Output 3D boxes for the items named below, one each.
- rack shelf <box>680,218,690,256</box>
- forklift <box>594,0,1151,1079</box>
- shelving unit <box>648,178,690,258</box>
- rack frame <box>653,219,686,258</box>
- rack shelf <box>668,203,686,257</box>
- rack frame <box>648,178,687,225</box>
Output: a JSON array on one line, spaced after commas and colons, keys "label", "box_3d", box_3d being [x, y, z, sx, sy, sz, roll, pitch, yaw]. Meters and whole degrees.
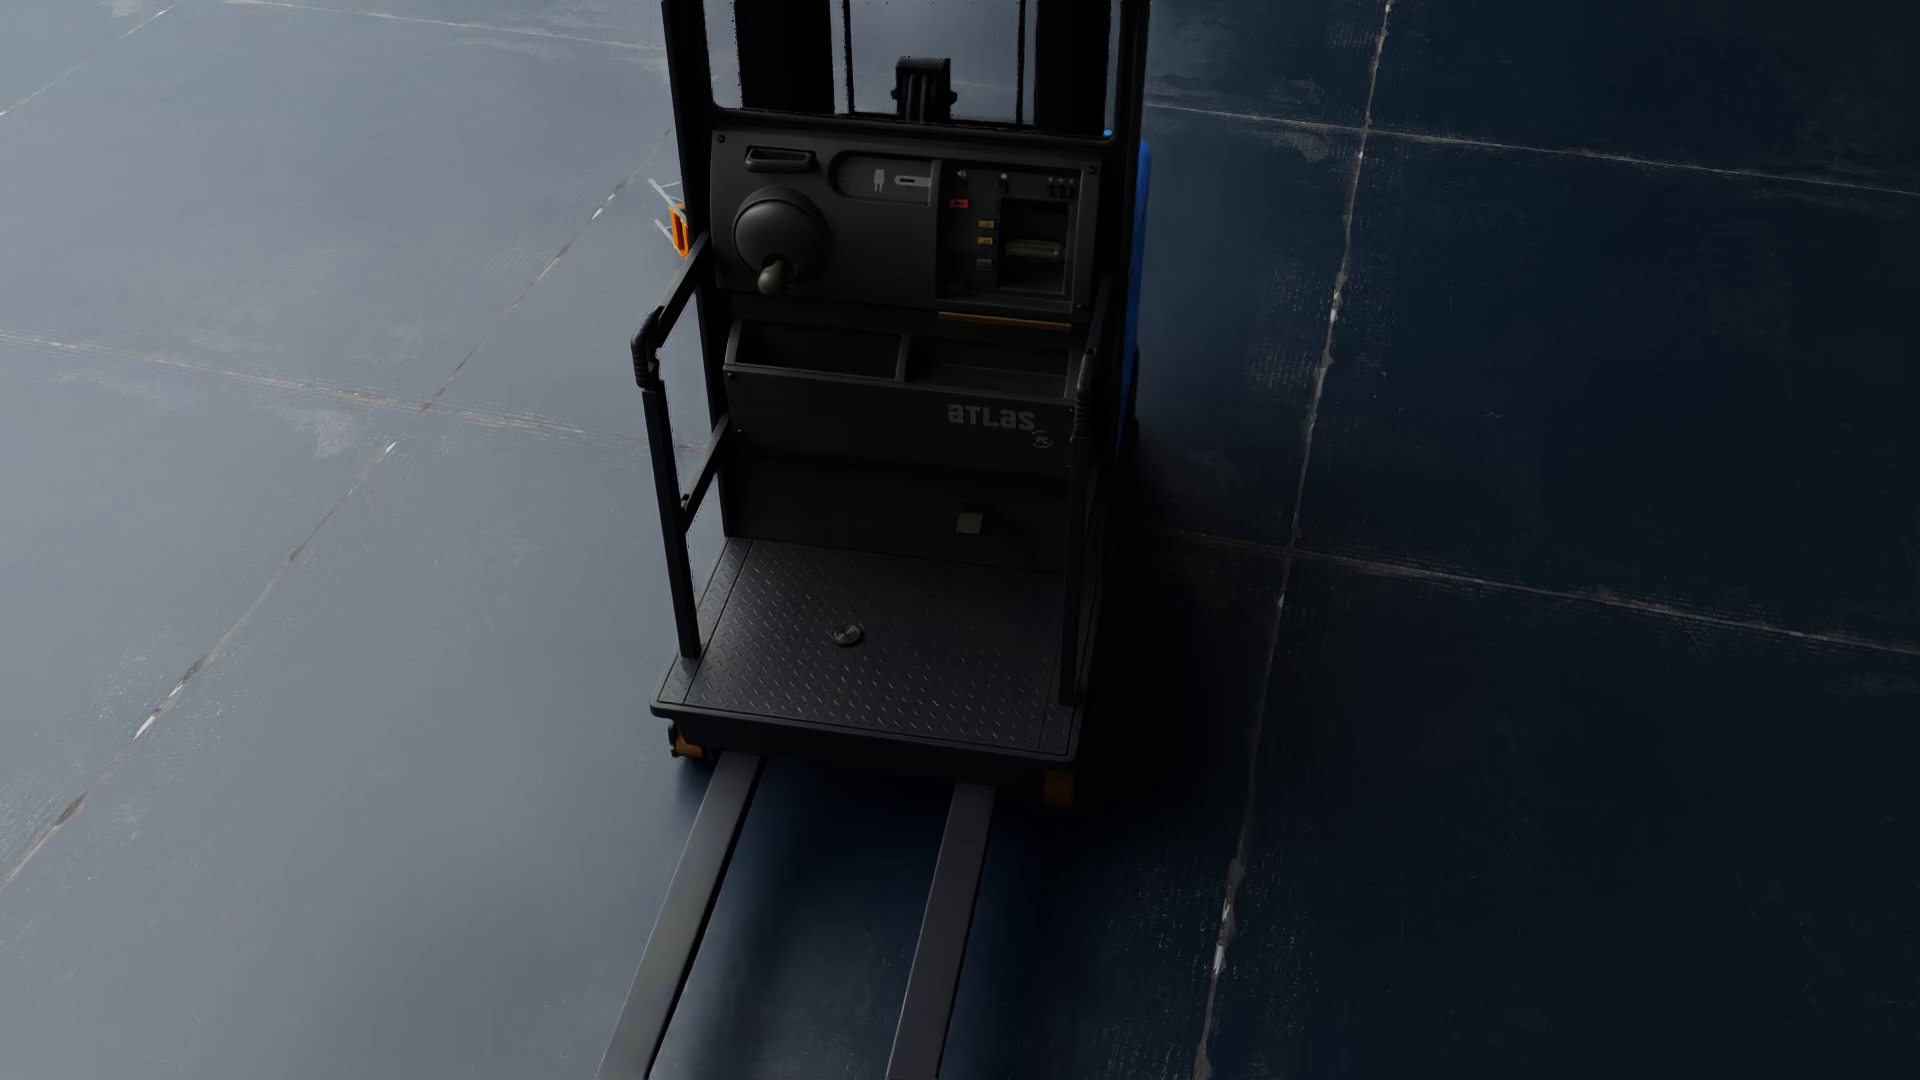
[{"label": "rack shelf", "box_3d": [-0.954, -1.189, 6.515, 0.258, 0.180, 0.103, -20, 44, -22]}, {"label": "forklift", "box_3d": [-0.171, -0.670, 3.768, 1.130, 2.935, 3.031, 7, 40, 8]}, {"label": "shelving unit", "box_3d": [-0.858, -1.080, 6.383, 0.258, 0.189, 1.200, -20, 44, -22]}, {"label": "rack frame", "box_3d": [-0.858, -1.009, 6.442, 0.240, 0.006, 1.200, -20, 44, -22]}, {"label": "rack shelf", "box_3d": [-1.012, -1.256, 6.596, 0.258, 0.180, 0.103, -20, 44, -22]}, {"label": "rack frame", "box_3d": [-0.859, -1.150, 6.325, 0.240, 0.006, 1.200, -20, 44, -22]}]
